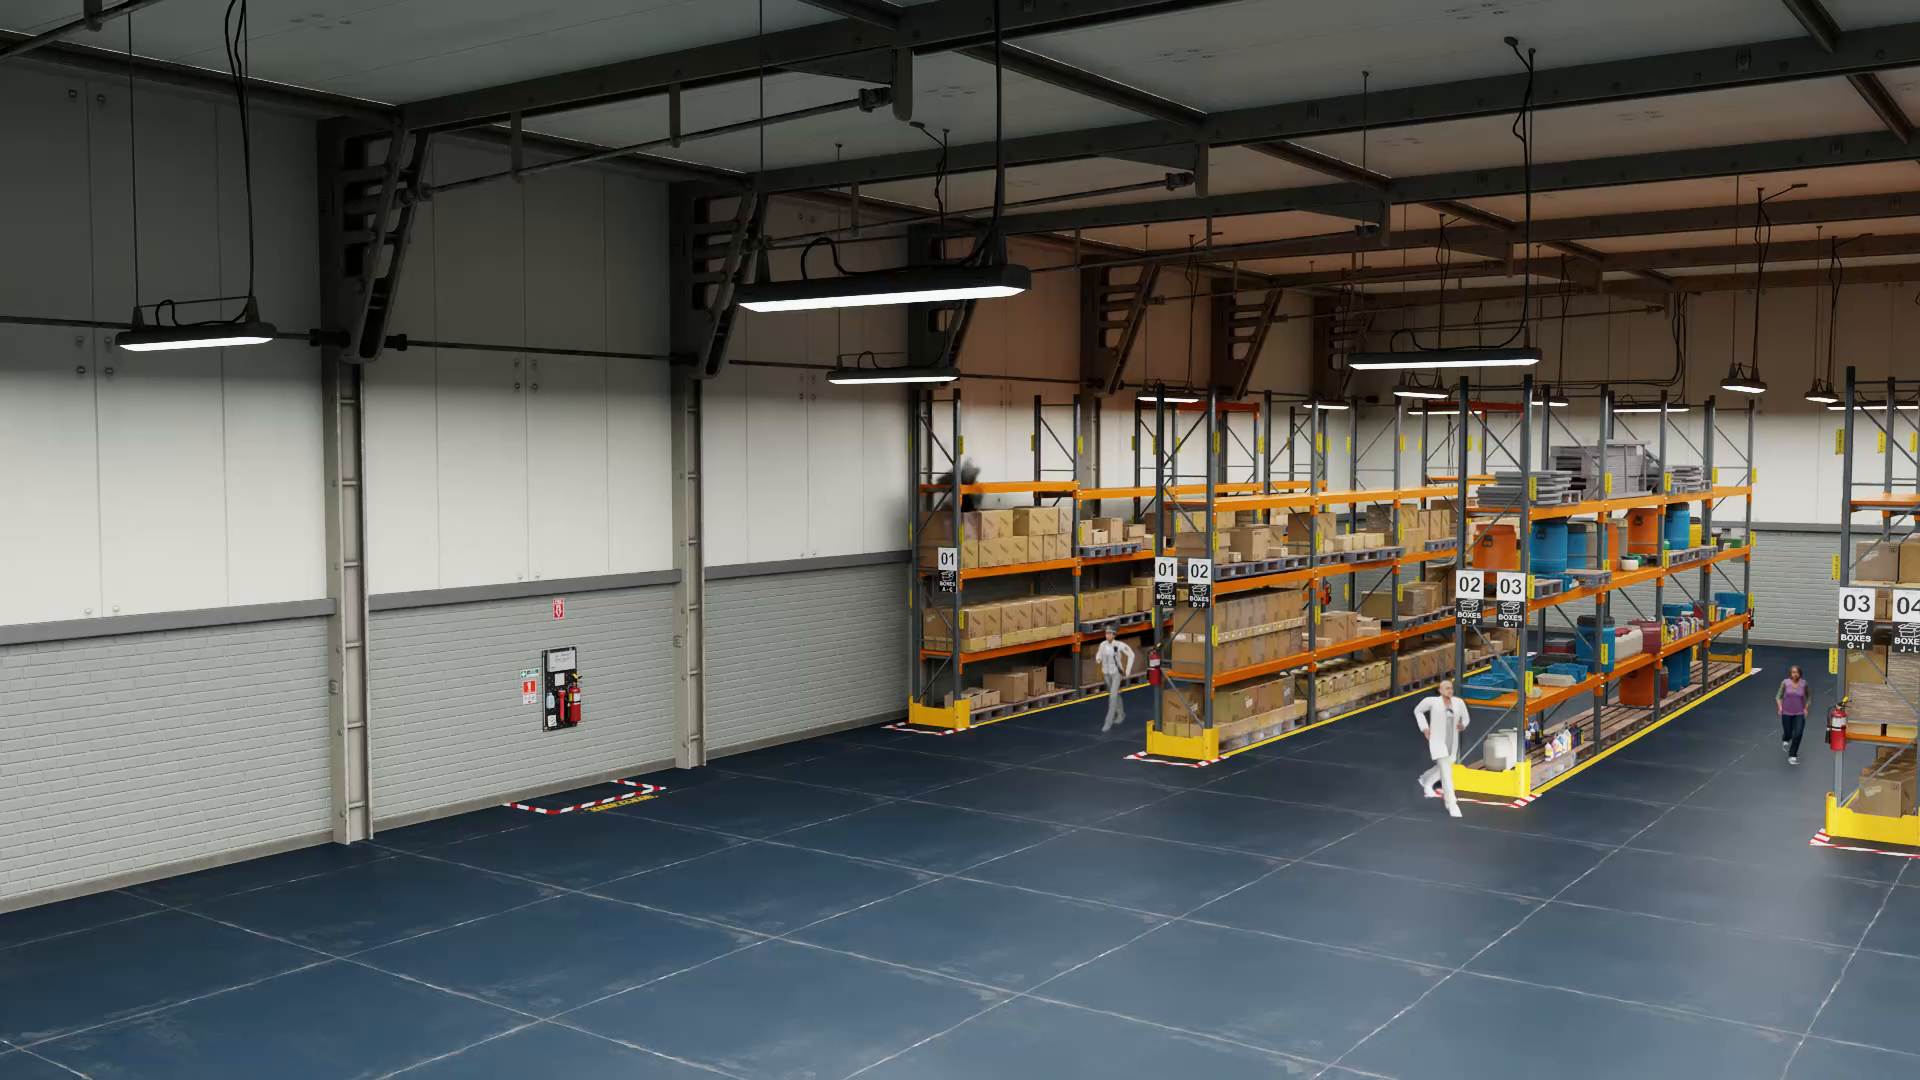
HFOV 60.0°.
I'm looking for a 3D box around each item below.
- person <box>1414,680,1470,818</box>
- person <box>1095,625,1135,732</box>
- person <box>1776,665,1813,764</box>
[{"bbox_3d":[6.642,2.828,22.874,0.655,1.836,1.129,-1,3,-17],"label":"person"},{"bbox_3d":[2.567,2.296,27.948,0.635,1.755,0.820,3,4,38],"label":"person"},{"bbox_3d":[13.165,2.738,26.260,0.522,1.554,0.598,1,4,22],"label":"person"}]
